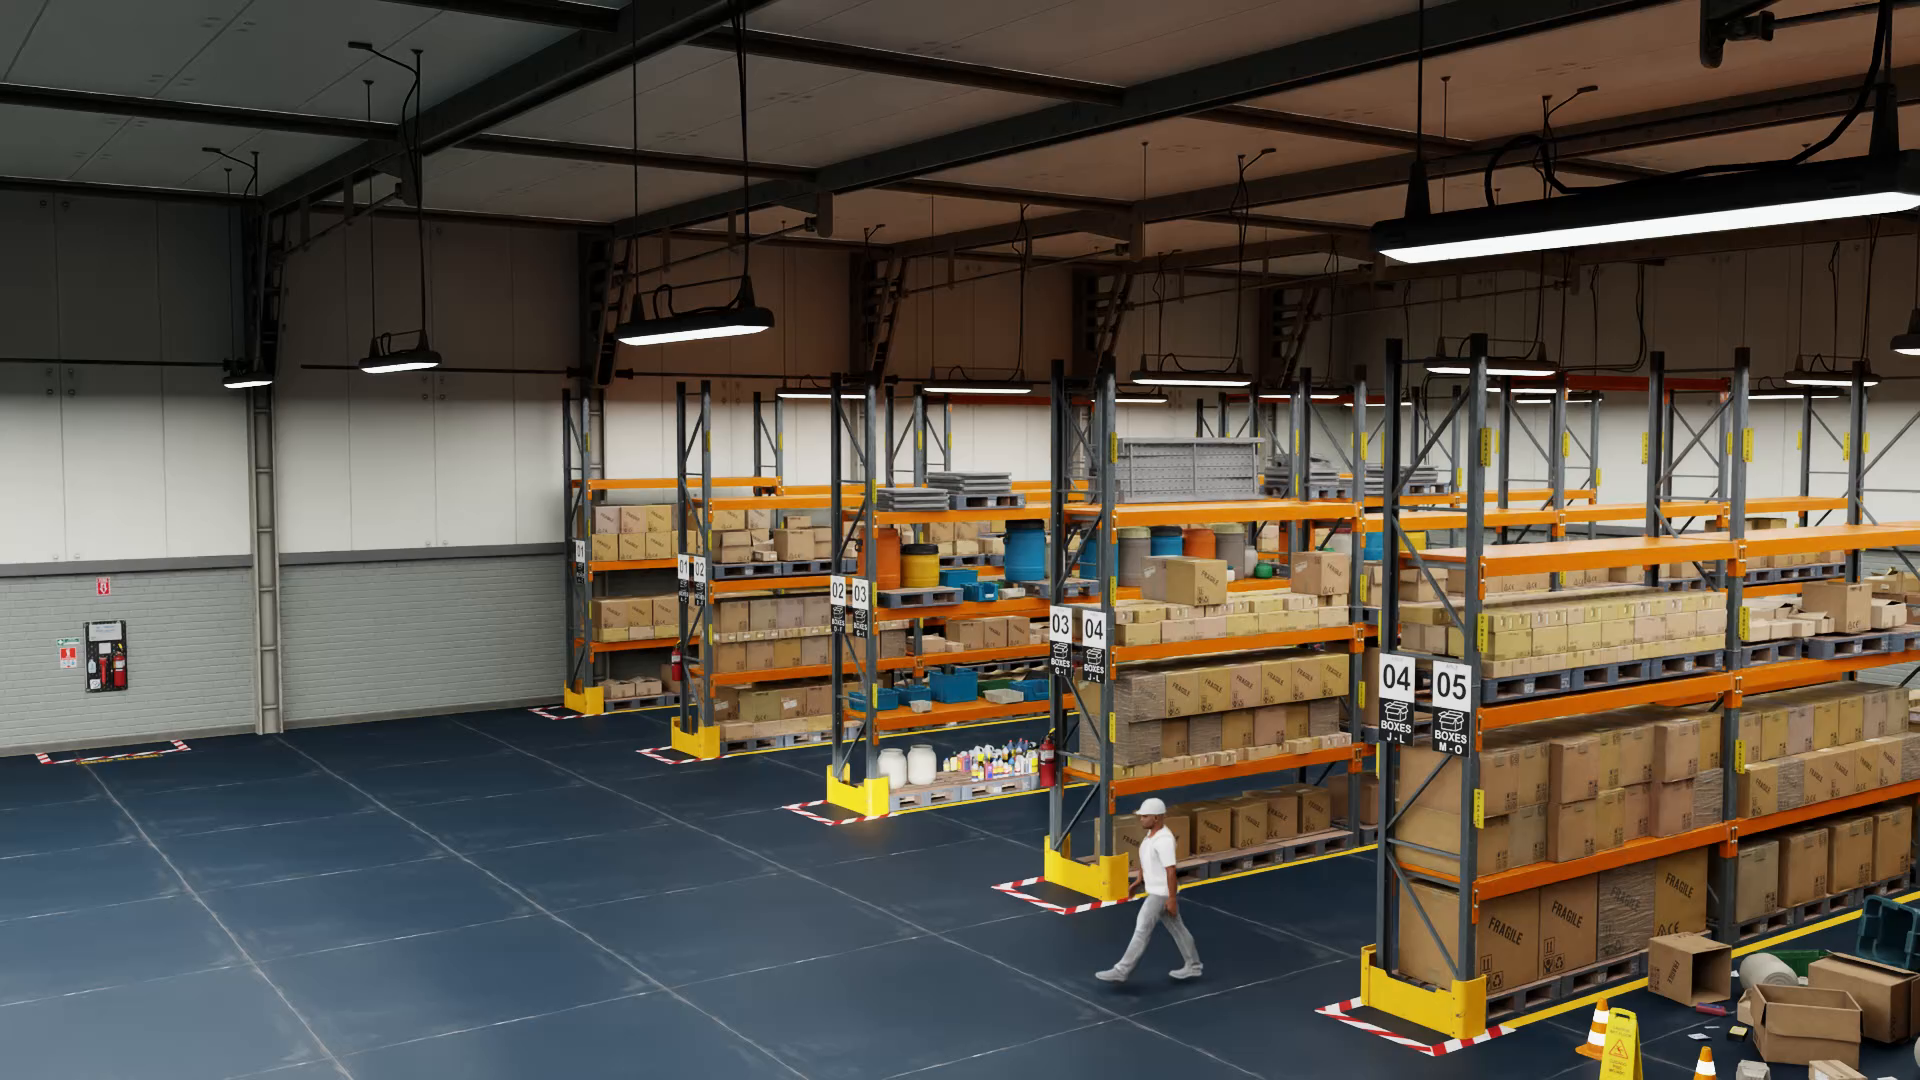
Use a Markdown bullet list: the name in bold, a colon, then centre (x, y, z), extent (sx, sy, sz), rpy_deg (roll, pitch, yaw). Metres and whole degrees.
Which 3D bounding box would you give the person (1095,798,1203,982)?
- **person**: centre (1.780, 3.275, 15.607), extent (1.029, 1.711, 0.595), rpy_deg (0, 4, 2)
